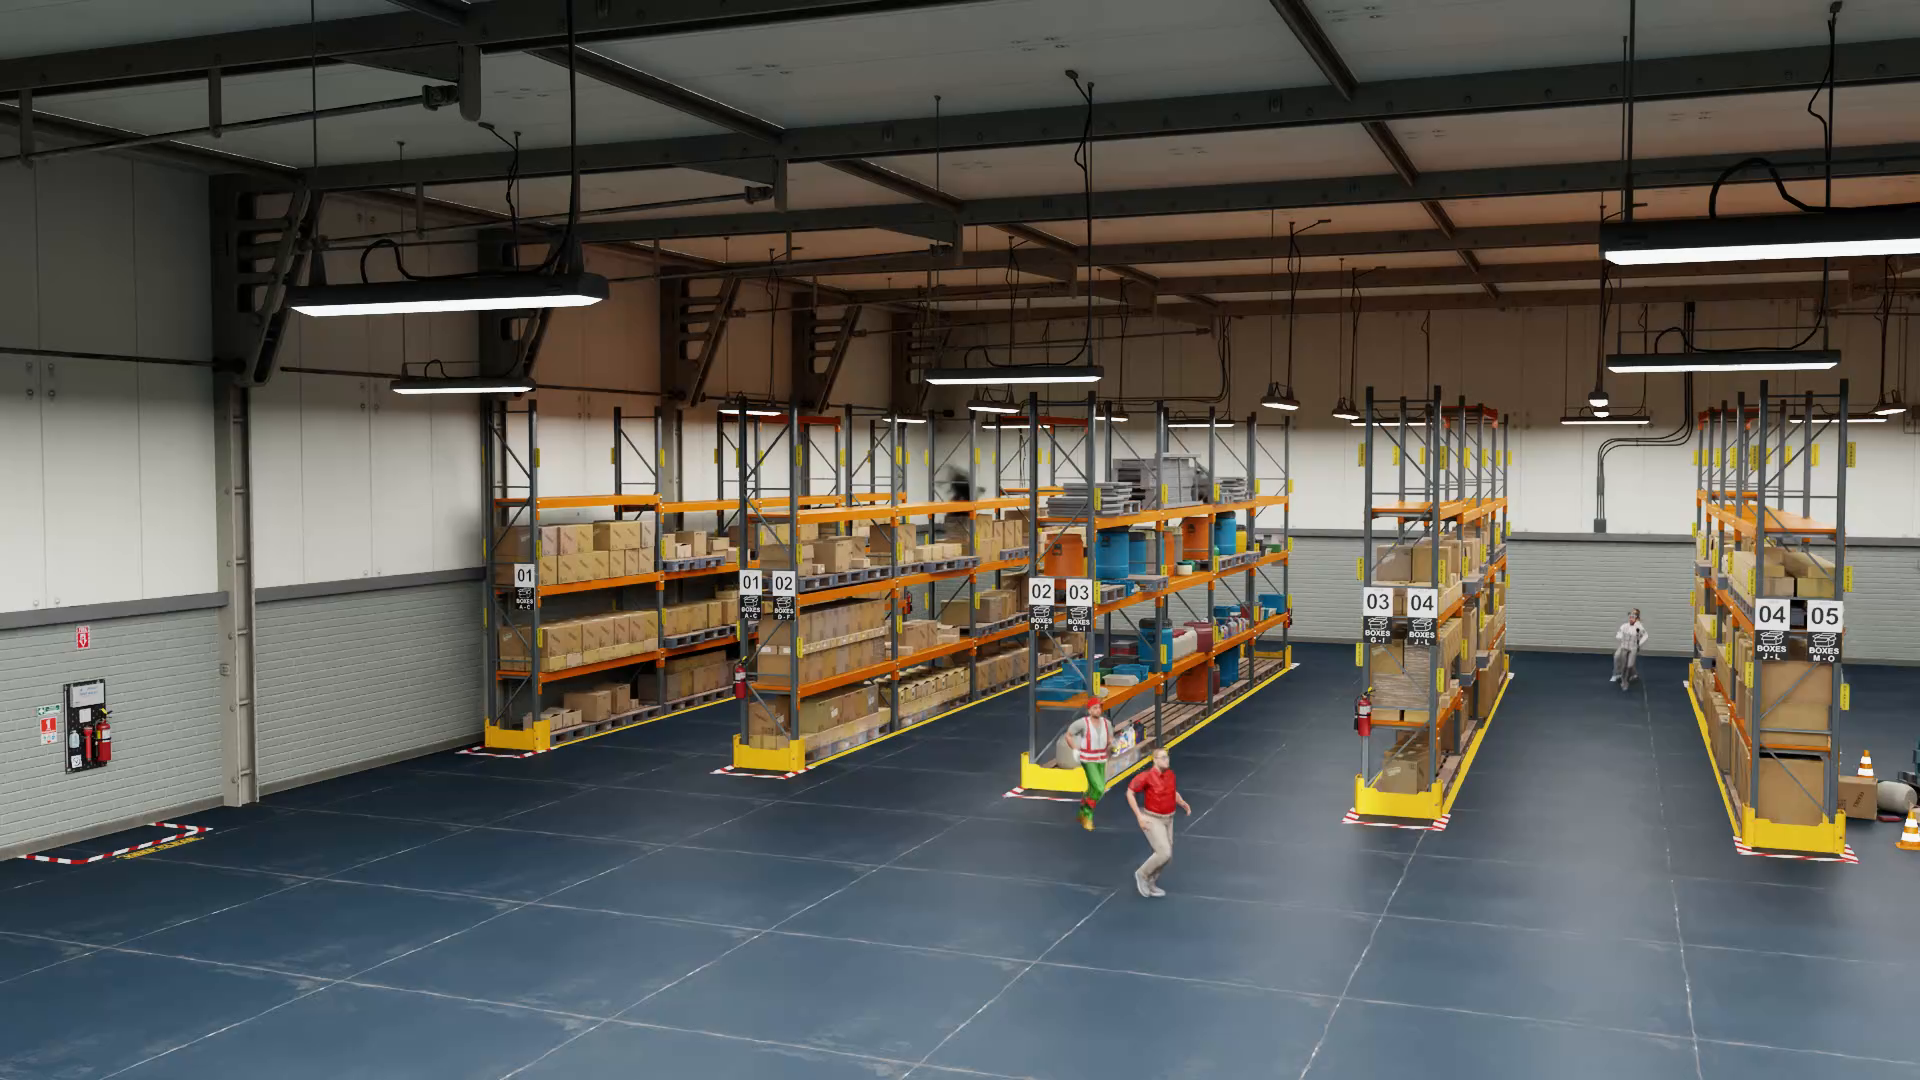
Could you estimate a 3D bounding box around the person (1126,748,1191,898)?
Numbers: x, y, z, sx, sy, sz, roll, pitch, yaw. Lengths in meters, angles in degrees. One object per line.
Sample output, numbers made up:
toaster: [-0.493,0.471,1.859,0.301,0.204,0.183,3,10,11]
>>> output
person: [2.303,3.218,18.912,0.605,1.694,0.668,3,4,45]

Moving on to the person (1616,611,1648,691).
person: [14.486,2.405,35.909,0.612,1.739,0.709,2,3,34]

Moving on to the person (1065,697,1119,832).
person: [1.829,3.018,22.378,0.620,1.806,0.709,-2,3,-33]

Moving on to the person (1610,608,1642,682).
person: [14.917,2.346,37.018,0.775,1.642,0.568,-2,3,-28]

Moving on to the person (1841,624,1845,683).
person: [19.115,2.319,36.631,0.701,1.810,0.707,1,3,22]
